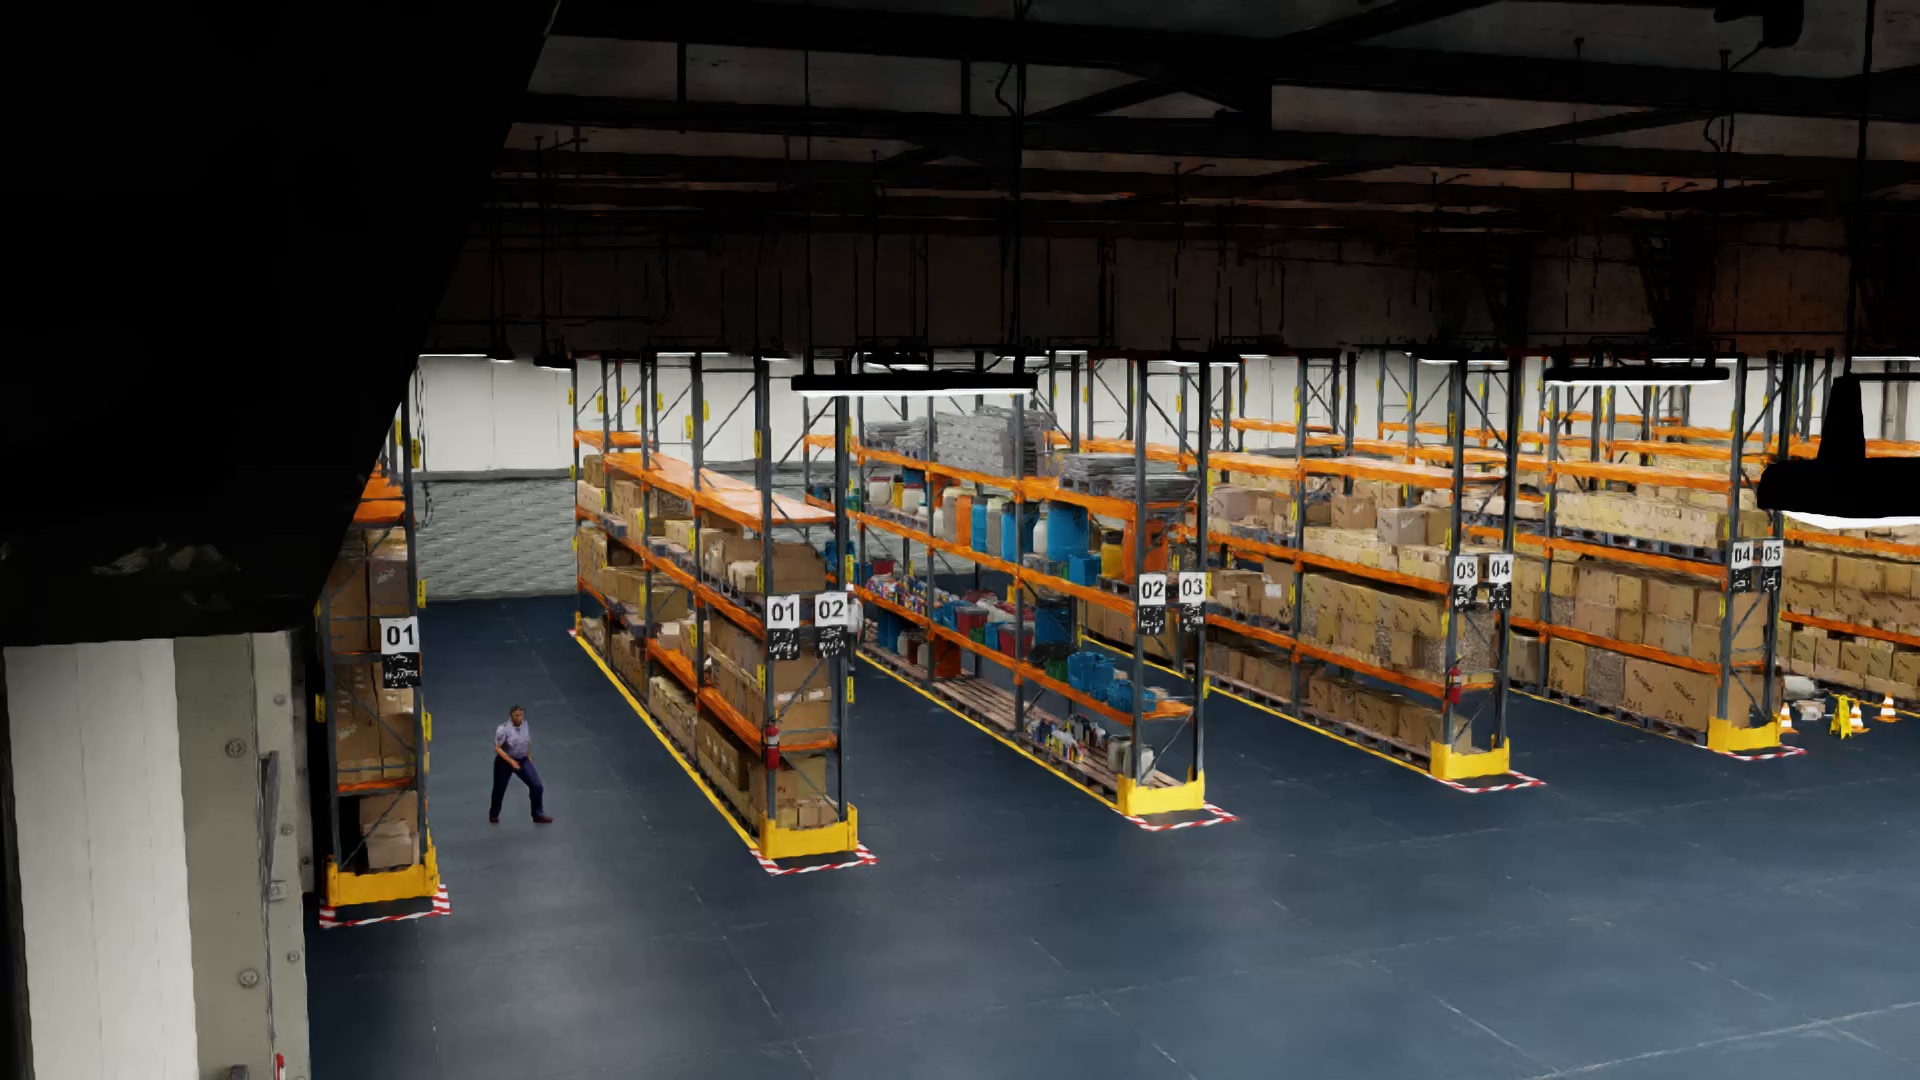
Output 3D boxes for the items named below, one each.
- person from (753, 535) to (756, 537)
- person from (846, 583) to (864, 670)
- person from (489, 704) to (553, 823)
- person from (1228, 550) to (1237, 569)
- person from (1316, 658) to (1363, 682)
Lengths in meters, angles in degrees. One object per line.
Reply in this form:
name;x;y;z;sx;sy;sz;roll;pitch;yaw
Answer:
person;-4.854;0.639;39.473;0.625;1.607;0.575;-3;8;-22
person;-2.050;1.648;30.795;0.538;1.715;1.024;-2;7;-12
person;-5.741;2.878;21.480;0.660;1.585;0.785;-6;9;-41
person;5.992;0.955;37.073;0.418;1.512;1.034;-2;7;-17
person;6.819;1.803;30.066;0.622;1.591;0.822;-5;9;-37
